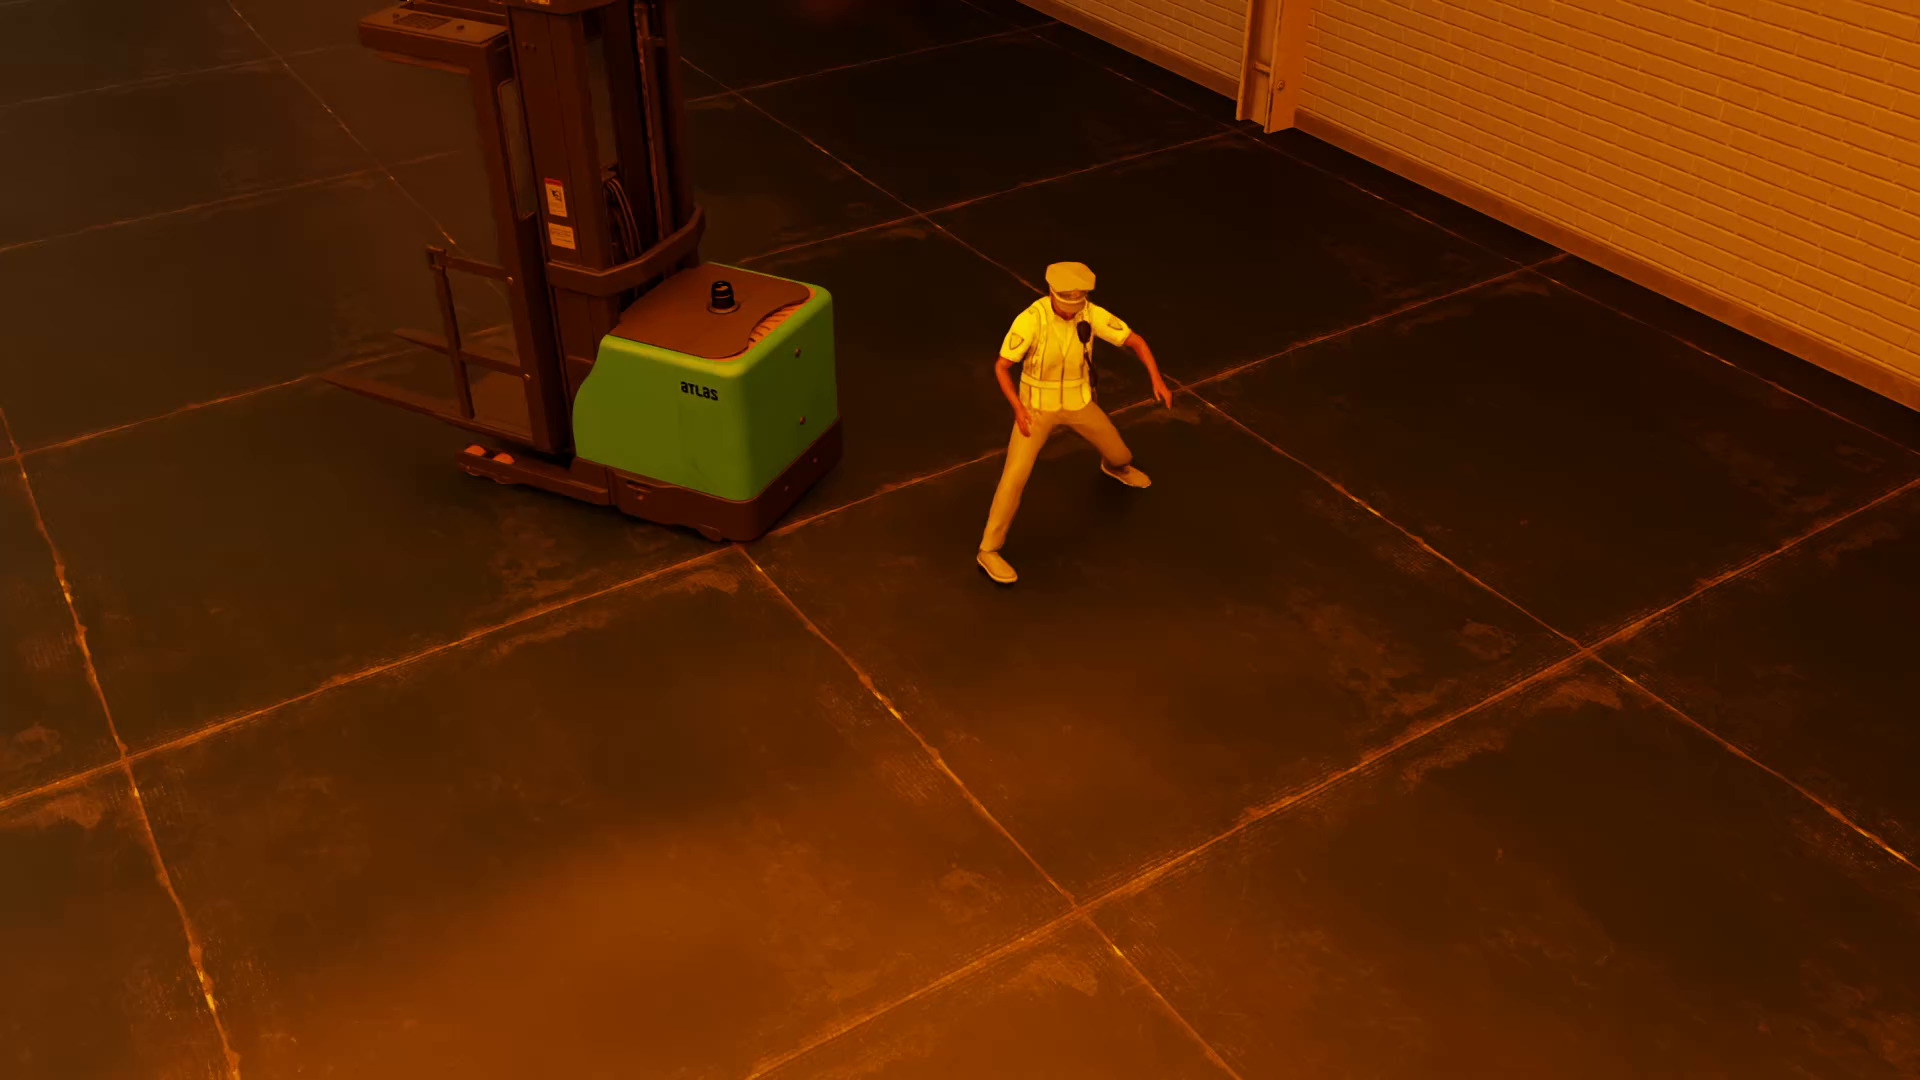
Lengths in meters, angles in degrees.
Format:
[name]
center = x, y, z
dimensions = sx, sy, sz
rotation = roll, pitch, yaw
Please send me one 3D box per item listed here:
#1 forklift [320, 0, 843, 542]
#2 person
[forklift]
center = -2.210, -1.761, 8.654
dimensions = 3.031, 2.935, 1.130
rotation = 15, 38, 21
[person]
center = 0.577, -0.658, 8.378
dimensions = 1.099, 1.494, 0.939
rotation = -7, 36, -10
